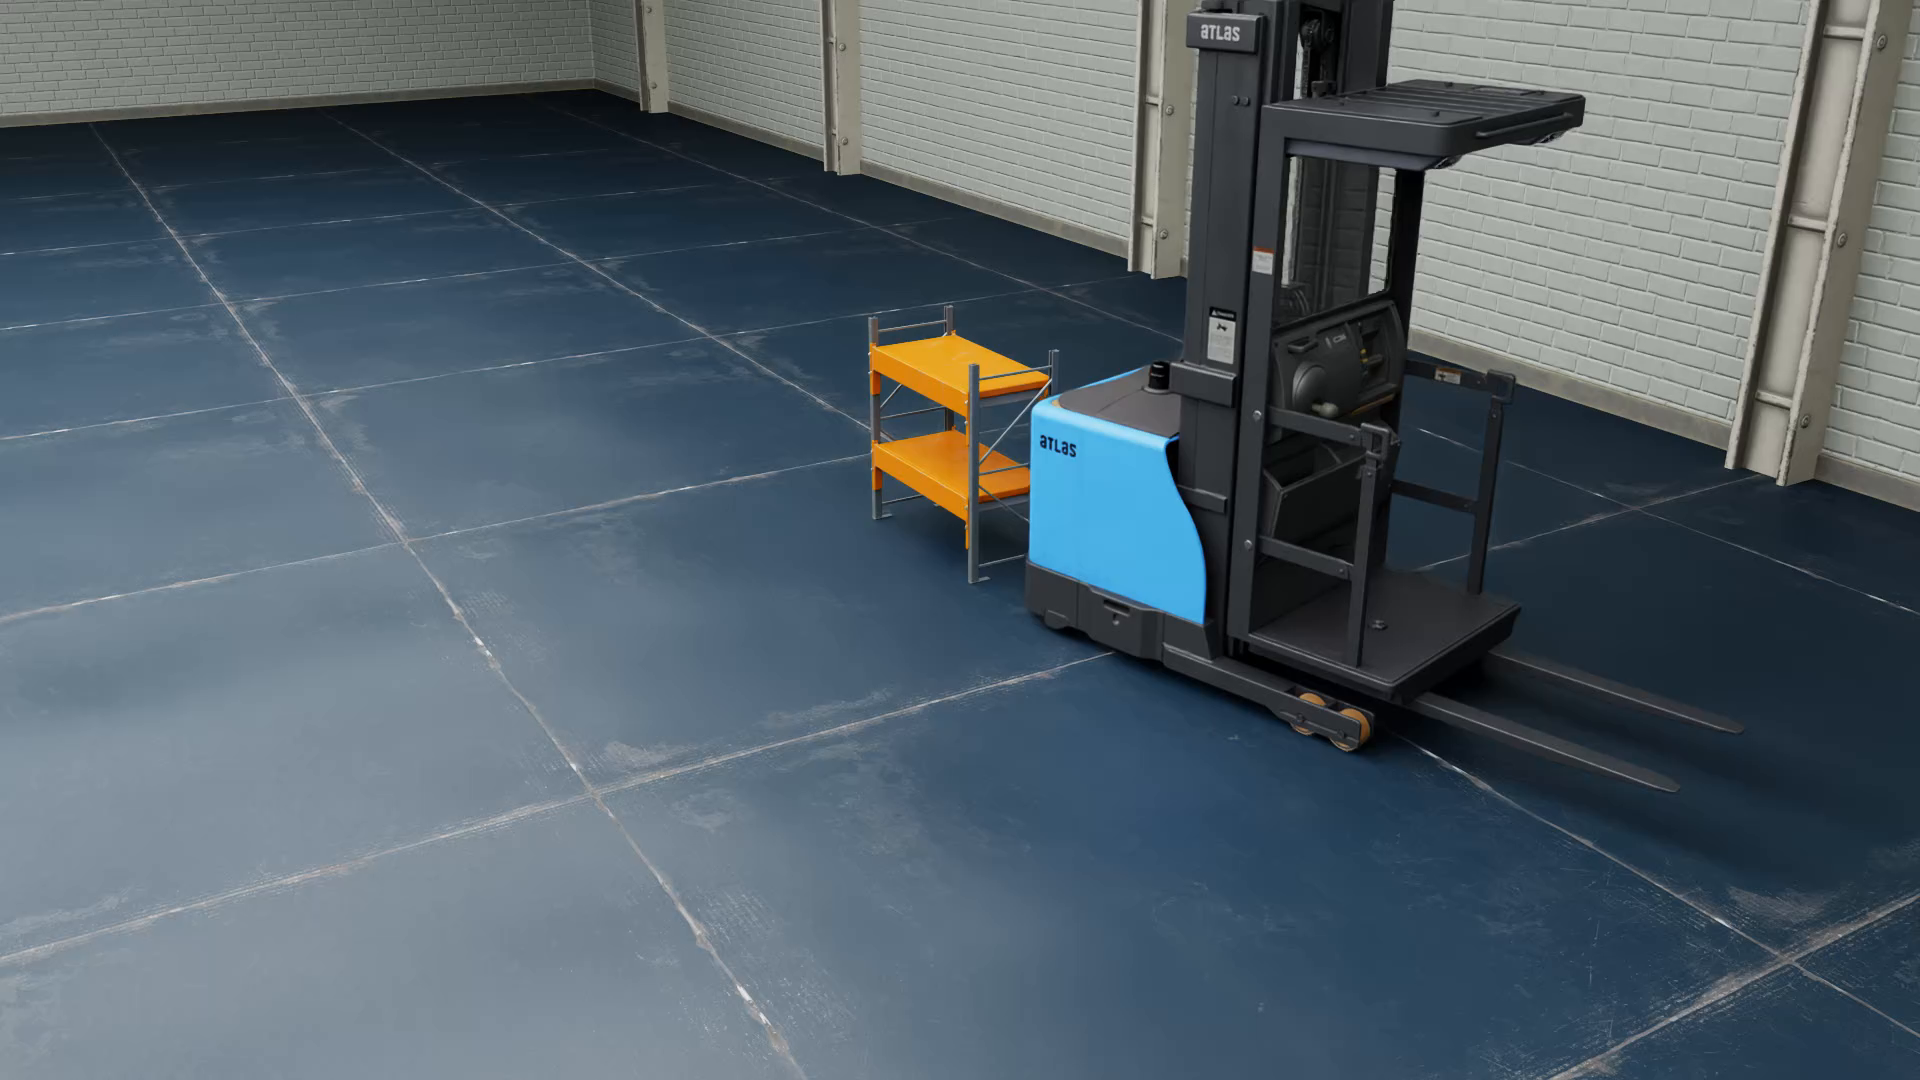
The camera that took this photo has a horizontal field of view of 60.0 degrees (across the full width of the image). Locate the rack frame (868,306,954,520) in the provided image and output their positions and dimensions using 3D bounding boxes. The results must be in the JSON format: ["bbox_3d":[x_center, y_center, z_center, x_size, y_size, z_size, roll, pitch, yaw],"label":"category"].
[{"bbox_3d":[-0.256,-0.683,8.999,0.500,1.125,0.032,-13,25,-28],"label":"rack frame"}]

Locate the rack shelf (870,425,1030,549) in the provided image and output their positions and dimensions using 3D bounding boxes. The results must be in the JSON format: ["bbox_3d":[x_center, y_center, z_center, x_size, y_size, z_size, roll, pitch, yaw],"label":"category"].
[{"bbox_3d":[0.003,-0.292,8.686,0.538,0.278,1.000,-13,25,-28],"label":"rack shelf"}]

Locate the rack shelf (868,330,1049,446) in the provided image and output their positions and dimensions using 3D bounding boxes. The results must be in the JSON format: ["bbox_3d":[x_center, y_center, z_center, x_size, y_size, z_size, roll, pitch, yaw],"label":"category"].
[{"bbox_3d":[0.003,-0.790,8.484,0.538,0.278,1.000,-13,25,-28],"label":"rack shelf"}]

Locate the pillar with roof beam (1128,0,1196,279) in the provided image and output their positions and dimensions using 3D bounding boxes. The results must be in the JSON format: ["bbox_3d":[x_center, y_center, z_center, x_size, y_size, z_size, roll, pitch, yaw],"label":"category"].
[{"bbox_3d":[-1.993,-5.684,10.845,9.100,9.000,0.400,-13,25,-28],"label":"pillar with roof beam"}]

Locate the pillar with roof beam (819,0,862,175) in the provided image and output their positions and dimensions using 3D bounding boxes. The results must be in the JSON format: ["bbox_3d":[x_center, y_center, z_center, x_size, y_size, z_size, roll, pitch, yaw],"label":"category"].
[{"bbox_3d":[-5.058,-7.626,15.624,9.100,9.000,0.400,-13,25,-28],"label":"pillar with roof beam"}]

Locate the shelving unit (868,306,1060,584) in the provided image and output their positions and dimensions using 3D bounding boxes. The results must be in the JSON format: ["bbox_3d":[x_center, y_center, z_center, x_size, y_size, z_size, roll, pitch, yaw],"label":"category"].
[{"bbox_3d":[0.003,-0.519,8.594,0.538,1.125,1.048,-13,25,-28],"label":"shelving unit"}]

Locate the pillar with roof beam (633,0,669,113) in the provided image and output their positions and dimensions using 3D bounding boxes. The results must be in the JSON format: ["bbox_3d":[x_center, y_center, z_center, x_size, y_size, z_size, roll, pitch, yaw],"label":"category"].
[{"bbox_3d":[-8.123,-9.569,20.402,9.100,9.000,0.400,-13,25,-28],"label":"pillar with roof beam"}]

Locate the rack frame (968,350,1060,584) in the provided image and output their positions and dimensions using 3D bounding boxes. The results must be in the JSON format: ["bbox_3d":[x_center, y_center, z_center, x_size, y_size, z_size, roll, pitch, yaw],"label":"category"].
[{"bbox_3d":[0.263,-0.354,8.189,0.500,1.125,0.032,-13,25,-28],"label":"rack frame"}]

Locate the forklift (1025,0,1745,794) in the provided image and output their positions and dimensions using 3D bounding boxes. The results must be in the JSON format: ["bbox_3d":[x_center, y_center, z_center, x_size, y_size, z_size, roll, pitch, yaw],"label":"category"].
[{"bbox_3d":[1.716,-0.727,6.709,3.031,2.935,1.130,20,29,40],"label":"forklift"}]

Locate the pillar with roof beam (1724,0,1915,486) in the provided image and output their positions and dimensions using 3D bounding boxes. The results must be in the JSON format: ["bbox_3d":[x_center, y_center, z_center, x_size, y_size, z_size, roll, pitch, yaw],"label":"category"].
[{"bbox_3d":[1.072,-3.742,6.067,9.100,9.000,0.400,-13,25,-28],"label":"pillar with roof beam"}]
